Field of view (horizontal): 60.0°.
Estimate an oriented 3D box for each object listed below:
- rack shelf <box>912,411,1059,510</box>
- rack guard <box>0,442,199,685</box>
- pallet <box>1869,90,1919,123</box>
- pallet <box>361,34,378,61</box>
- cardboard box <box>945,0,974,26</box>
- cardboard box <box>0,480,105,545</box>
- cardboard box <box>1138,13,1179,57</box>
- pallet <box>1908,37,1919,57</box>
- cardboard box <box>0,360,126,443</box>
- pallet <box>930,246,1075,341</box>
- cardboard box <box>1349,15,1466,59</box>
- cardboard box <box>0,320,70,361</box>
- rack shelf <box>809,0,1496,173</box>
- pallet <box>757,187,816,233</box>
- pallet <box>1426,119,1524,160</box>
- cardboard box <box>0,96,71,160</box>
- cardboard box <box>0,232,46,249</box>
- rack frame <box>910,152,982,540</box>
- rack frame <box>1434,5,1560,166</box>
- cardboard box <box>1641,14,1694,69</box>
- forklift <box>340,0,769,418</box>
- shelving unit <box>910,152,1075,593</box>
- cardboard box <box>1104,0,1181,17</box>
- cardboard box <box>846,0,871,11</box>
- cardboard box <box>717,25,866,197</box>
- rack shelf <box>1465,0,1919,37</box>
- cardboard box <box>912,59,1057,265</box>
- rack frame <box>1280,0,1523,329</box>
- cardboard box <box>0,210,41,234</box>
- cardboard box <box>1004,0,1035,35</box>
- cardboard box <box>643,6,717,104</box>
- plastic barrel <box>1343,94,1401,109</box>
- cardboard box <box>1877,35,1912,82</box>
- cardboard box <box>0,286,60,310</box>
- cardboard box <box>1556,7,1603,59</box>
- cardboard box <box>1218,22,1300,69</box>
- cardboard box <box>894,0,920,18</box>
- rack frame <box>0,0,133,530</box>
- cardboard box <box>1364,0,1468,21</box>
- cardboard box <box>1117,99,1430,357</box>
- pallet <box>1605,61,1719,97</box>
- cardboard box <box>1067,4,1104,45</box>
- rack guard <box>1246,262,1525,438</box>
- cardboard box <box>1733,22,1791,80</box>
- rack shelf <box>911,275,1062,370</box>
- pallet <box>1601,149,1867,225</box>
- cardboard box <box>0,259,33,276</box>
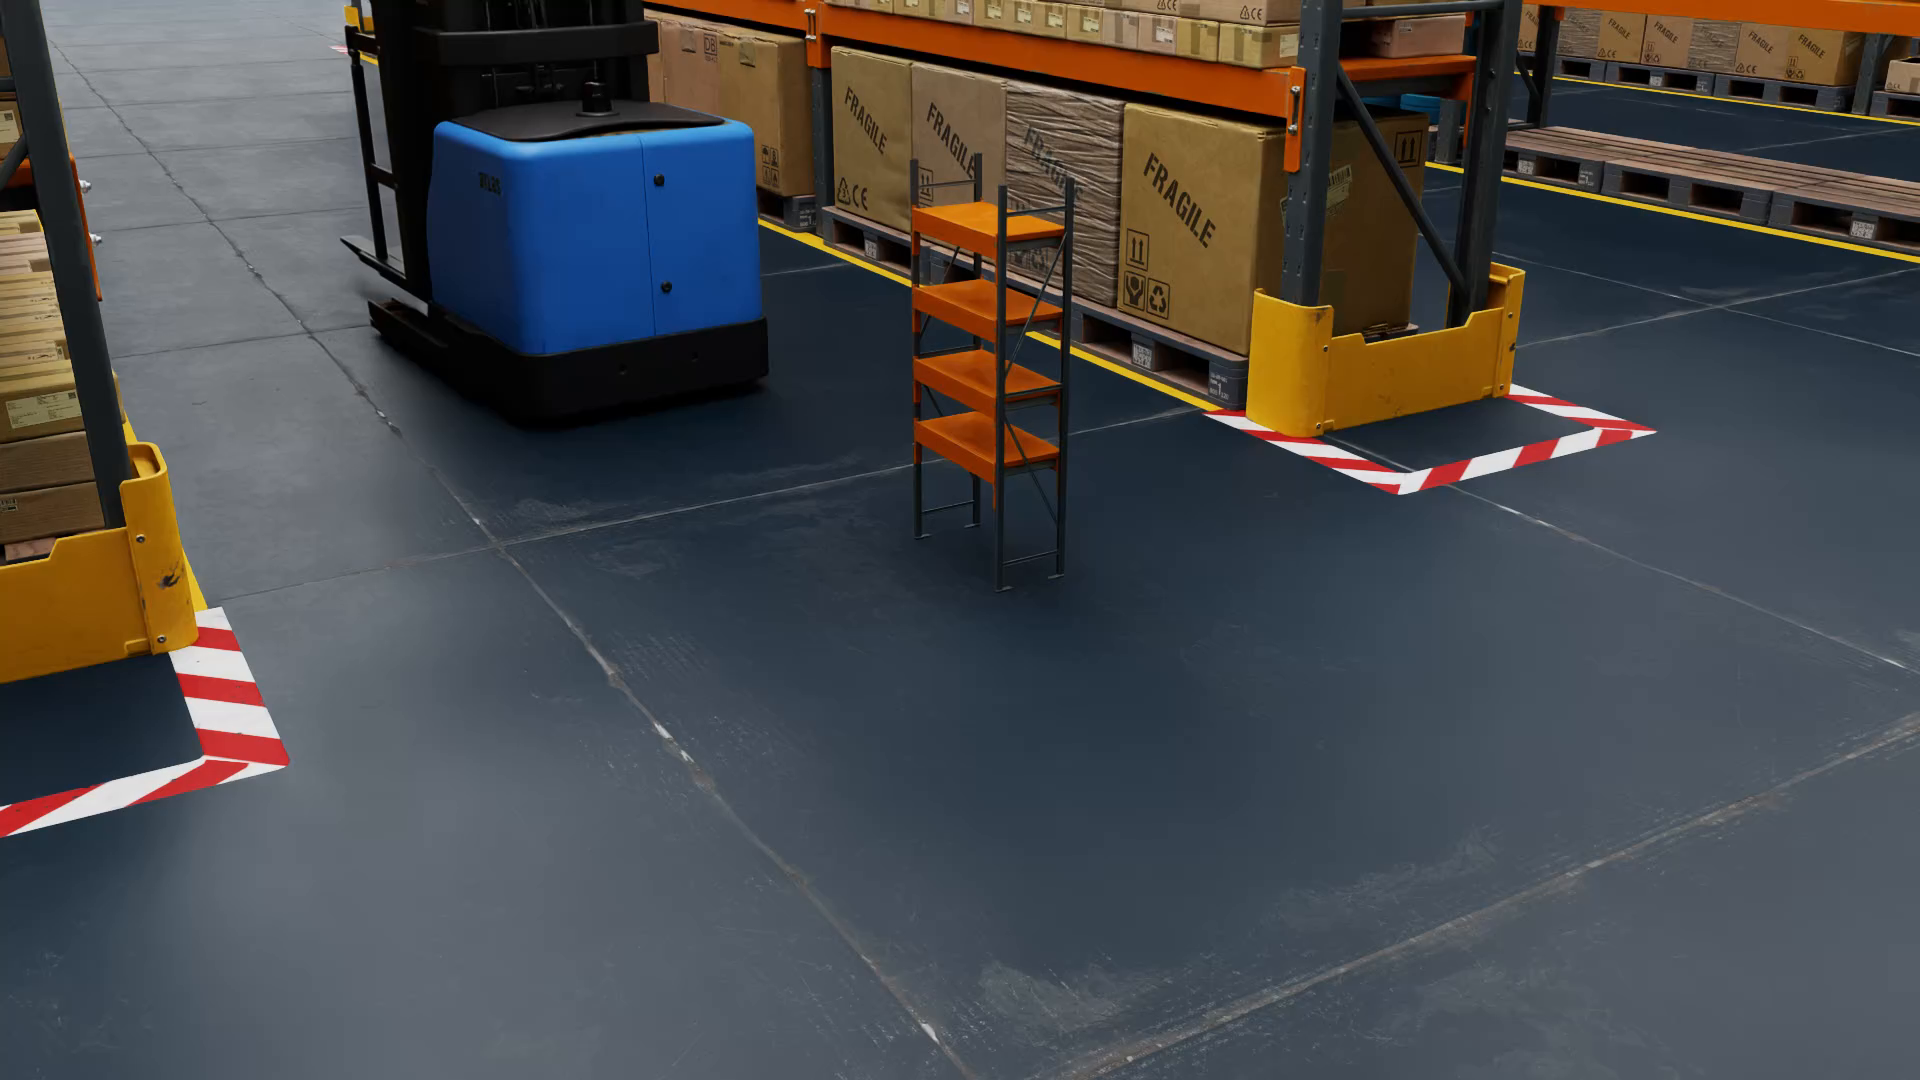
[{"bbox_3d":[0.085,-0.256,5.054,0.258,0.148,0.480,-13,25,-28],"label":"rack shelf"},{"bbox_3d":[-2.686,0.116,4.363,1.175,0.500,0.348,-13,25,-28],"label":"rack guard"},{"bbox_3d":[8.493,-3.624,13.947,1.003,0.211,1.213,-13,25,-28],"label":"pallet"},{"bbox_3d":[-6.081,-5.532,18.642,1.003,0.211,1.213,-13,25,-28],"label":"pallet"},{"bbox_3d":[0.153,-2.538,7.906,0.380,0.149,0.250,-12,25,-28],"label":"cardboard box"},{"bbox_3d":[-2.640,-0.123,4.858,0.380,0.149,0.250,-12,25,-27],"label":"cardboard box"},{"bbox_3d":[0.941,-2.040,6.681,0.380,0.149,0.250,-13,25,-28],"label":"cardboard box"},{"bbox_3d":[11.314,-5.431,18.393,1.003,0.211,1.213,-13,25,-28],"label":"pallet"},{"bbox_3d":[-2.623,-0.402,4.756,0.380,0.149,0.250,-14,26,-31],"label":"cardboard box"},{"bbox_3d":[0.573,-1.286,8.194,1.003,0.211,1.213,-13,25,-28],"label":"pallet"},{"bbox_3d":[1.771,-2.001,6.585,0.380,0.149,0.250,-12,25,-28],"label":"cardboard box"},{"bbox_3d":[-2.886,-0.574,5.180,0.380,0.149,0.250,-13,25,-28],"label":"cardboard box"},{"bbox_3d":[0.647,-2.253,7.827,1.077,0.370,4.000,-13,25,-28],"label":"rack shelf"},{"bbox_3d":[-0.834,-2.177,10.388,1.003,0.211,1.213,-13,25,-28],"label":"pallet"},{"bbox_3d":[3.525,-3.153,12.787,1.003,0.211,1.213,-13,25,-28],"label":"pallet"},{"bbox_3d":[-2.531,-1.069,4.292,0.380,0.149,0.250,-13,25,-29],"label":"cardboard box"},{"bbox_3d":[-3.704,-1.074,6.408,0.380,0.149,0.250,-14,26,-31],"label":"cardboard box"},{"bbox_3d":[-0.040,-0.581,5.148,0.240,1.200,0.015,-13,25,-28],"label":"rack frame"},{"bbox_3d":[3.883,-4.187,11.628,1.000,3.000,0.127,-13,25,-28],"label":"rack frame"},{"bbox_3d":[6.882,-4.777,15.816,0.500,0.500,0.500,-14,26,-30],"label":"cardboard box"},{"bbox_3d":[-2.039,-2.316,7.117,1.130,2.935,3.031,-15,26,-32],"label":"forklift"},{"bbox_3d":[0.085,-0.502,4.954,0.258,1.200,0.503,-13,25,-28],"label":"shelving unit"},{"bbox_3d":[0.934,-2.278,6.735,0.500,0.250,0.500,-13,26,-29],"label":"cardboard box"},{"bbox_3d":[-0.376,-2.873,8.729,0.380,0.149,0.250,-14,26,-30],"label":"cardboard box"},{"bbox_3d":[-0.719,-2.648,10.105,1.225,0.875,0.875,-13,25,-28],"label":"cardboard box"},{"bbox_3d":[4.905,-3.206,10.171,1.077,0.370,4.000,-13,25,-28],"label":"rack shelf"},{"bbox_3d":[0.353,-1.924,8.325,0.875,0.875,0.875,-13,25,-28],"label":"cardboard box"},{"bbox_3d":[1.668,-1.939,6.099,1.000,3.000,0.127,-13,25,-28],"label":"rack frame"},{"bbox_3d":[-3.987,-1.243,6.823,0.380,0.149,0.250,-13,25,-29],"label":"cardboard box"},{"bbox_3d":[0.423,-2.370,7.491,0.380,0.149,0.250,-12,25,-27],"label":"cardboard box"},{"bbox_3d":[-1.635,-3.222,11.518,1.225,0.875,0.875,-13,25,-28],"label":"cardboard box"},{"bbox_3d":[3.258,-3.818,12.949,0.600,0.901,0.708,-13,25,-28],"label":"plastic barrel"},{"bbox_3d":[8.106,-4.387,14.857,0.500,0.500,0.500,-14,26,-31],"label":"cardboard box"},{"bbox_3d":[-3.217,-0.730,5.563,0.380,0.149,0.250,-12,25,-26],"label":"cardboard box"},{"bbox_3d":[6.359,-5.108,16.631,0.500,0.500,0.500,-14,26,-30],"label":"cardboard box"},{"bbox_3d":[1.203,-1.875,6.274,0.380,0.149,0.250,-12,25,-27],"label":"cardboard box"},{"bbox_3d":[-0.105,-2.703,8.311,0.380,0.149,0.250,-13,26,-30],"label":"cardboard box"},{"bbox_3d":[-2.647,-1.018,3.832,1.000,3.000,0.127,-13,25,-28],"label":"rack frame"},{"bbox_3d":[1.655,-2.215,6.581,0.500,0.250,0.500,-13,26,-30],"label":"cardboard box"},{"bbox_3d":[1.272,-1.341,6.891,0.875,0.875,0.875,-13,25,-28],"label":"cardboard box"},{"bbox_3d":[7.068,-4.498,16.097,1.003,0.211,1.213,-13,25,-28],"label":"pallet"},{"bbox_3d":[0.680,-2.205,7.086,0.380,0.149,0.250,-13,26,-29],"label":"cardboard box"},{"bbox_3d":[1.680,-0.773,6.550,1.175,0.500,0.348,-13,25,-28],"label":"rack guard"},{"bbox_3d":[7.399,-4.450,15.012,0.500,0.500,0.500,-13,25,-28],"label":"cardboard box"},{"bbox_3d":[0.085,-0.647,4.895,0.258,0.148,0.480,-13,25,-28],"label":"rack shelf"},{"bbox_3d":[4.919,-2.269,10.613,1.003,0.211,1.213,-13,25,-28],"label":"pallet"},{"bbox_3d":[-3.523,-0.887,5.949,0.380,0.149,0.250,-13,25,-28],"label":"cardboard box"}]
